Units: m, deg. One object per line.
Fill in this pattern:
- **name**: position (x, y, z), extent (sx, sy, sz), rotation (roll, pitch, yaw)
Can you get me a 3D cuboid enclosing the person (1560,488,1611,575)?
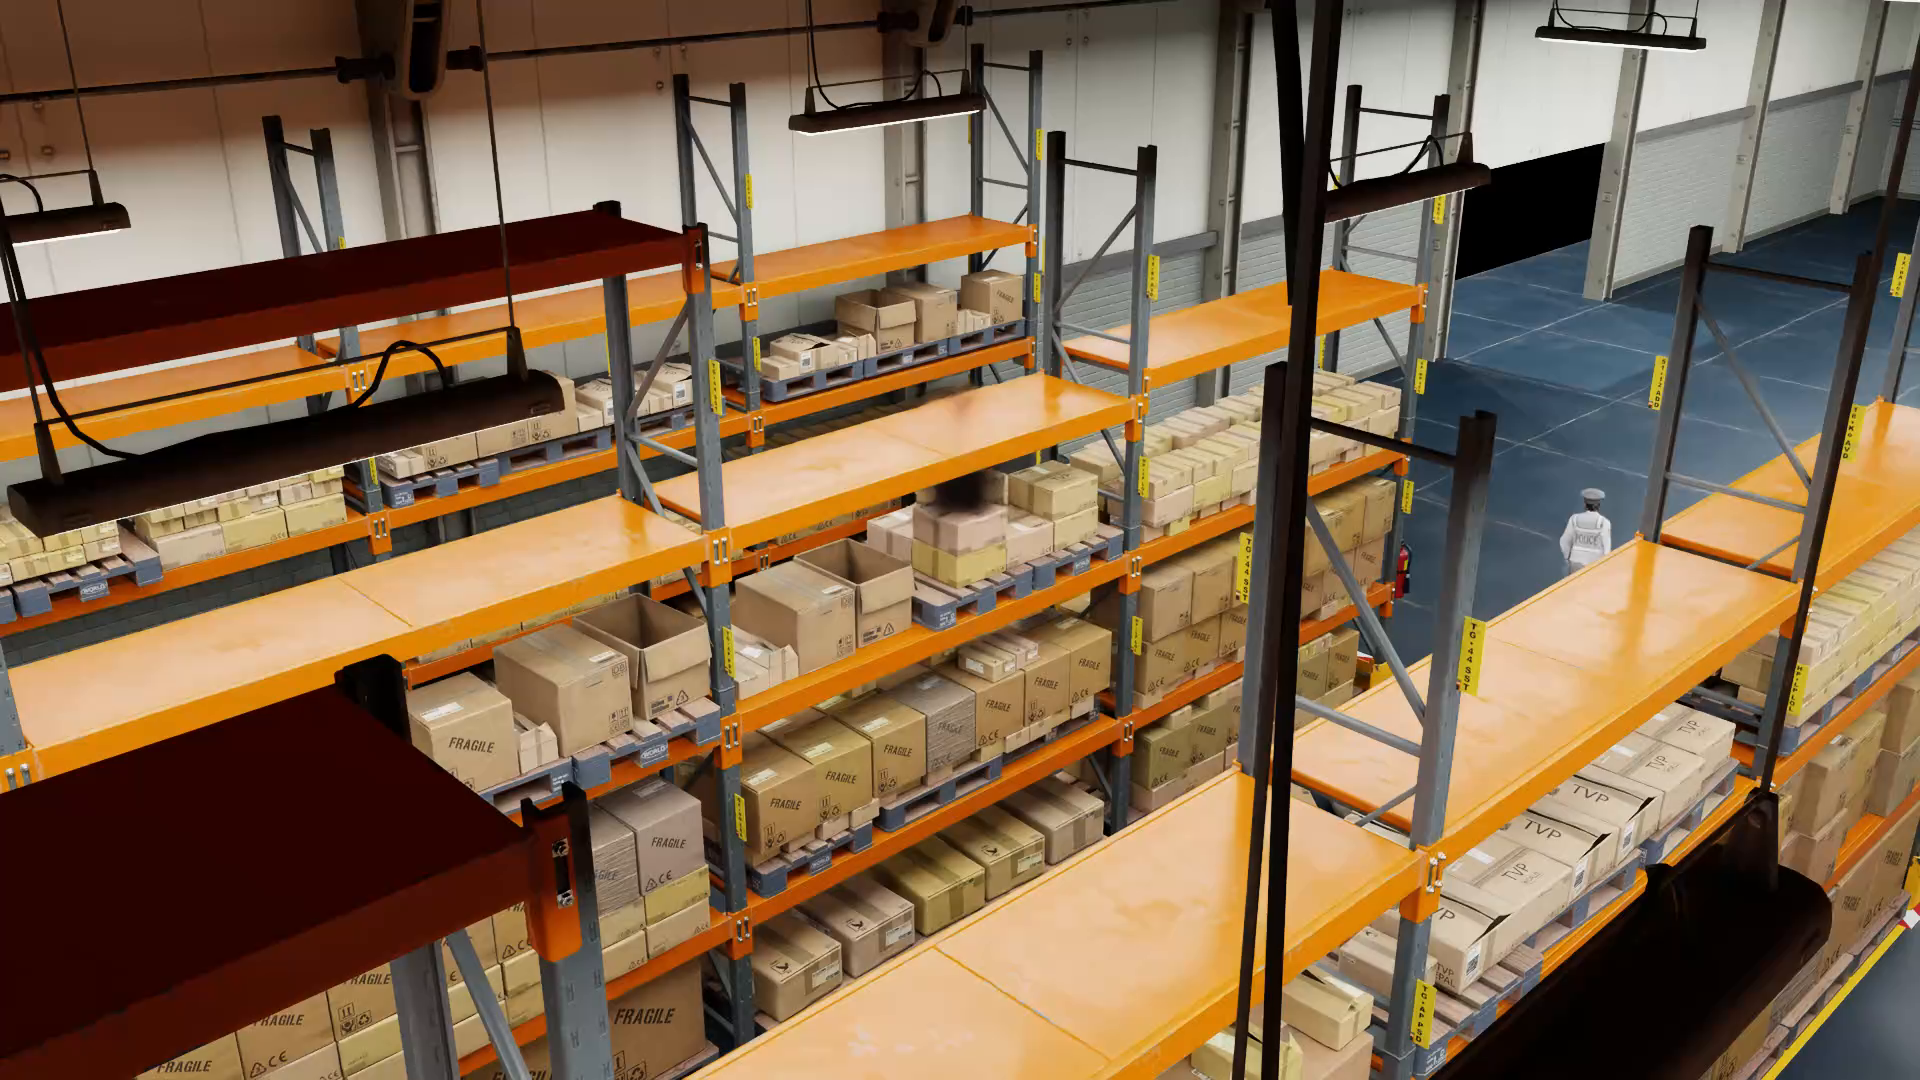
- **person**: position (6.792, 0.280, 18.071), extent (0.623, 1.623, 0.574), rotation (15, 27, 31)
